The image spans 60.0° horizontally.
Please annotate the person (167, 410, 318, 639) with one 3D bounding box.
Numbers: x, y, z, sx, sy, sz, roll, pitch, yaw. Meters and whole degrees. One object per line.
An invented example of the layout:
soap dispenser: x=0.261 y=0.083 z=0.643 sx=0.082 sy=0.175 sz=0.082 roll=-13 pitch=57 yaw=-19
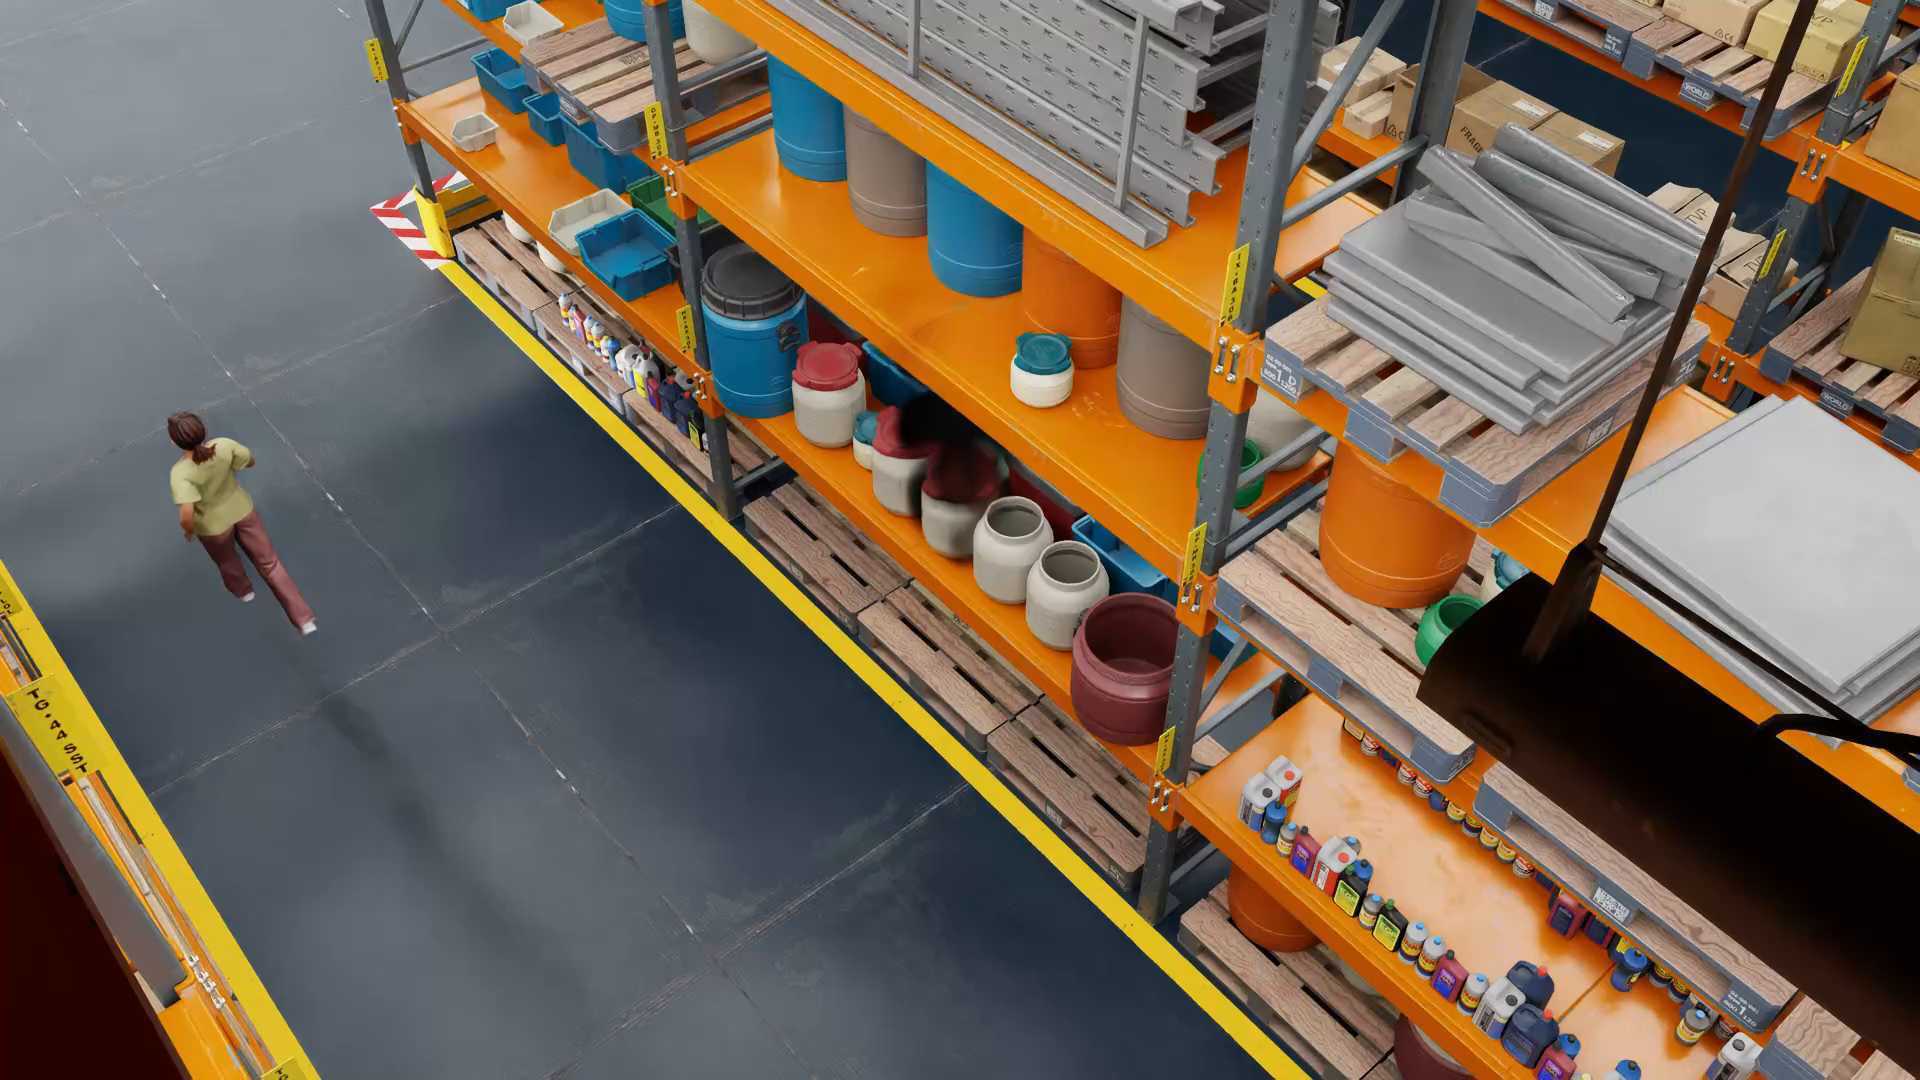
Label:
person: x=-4.245 y=-0.101 z=9.645 sx=0.944 sy=1.692 sz=0.585 roll=33 pitch=55 yaw=27
